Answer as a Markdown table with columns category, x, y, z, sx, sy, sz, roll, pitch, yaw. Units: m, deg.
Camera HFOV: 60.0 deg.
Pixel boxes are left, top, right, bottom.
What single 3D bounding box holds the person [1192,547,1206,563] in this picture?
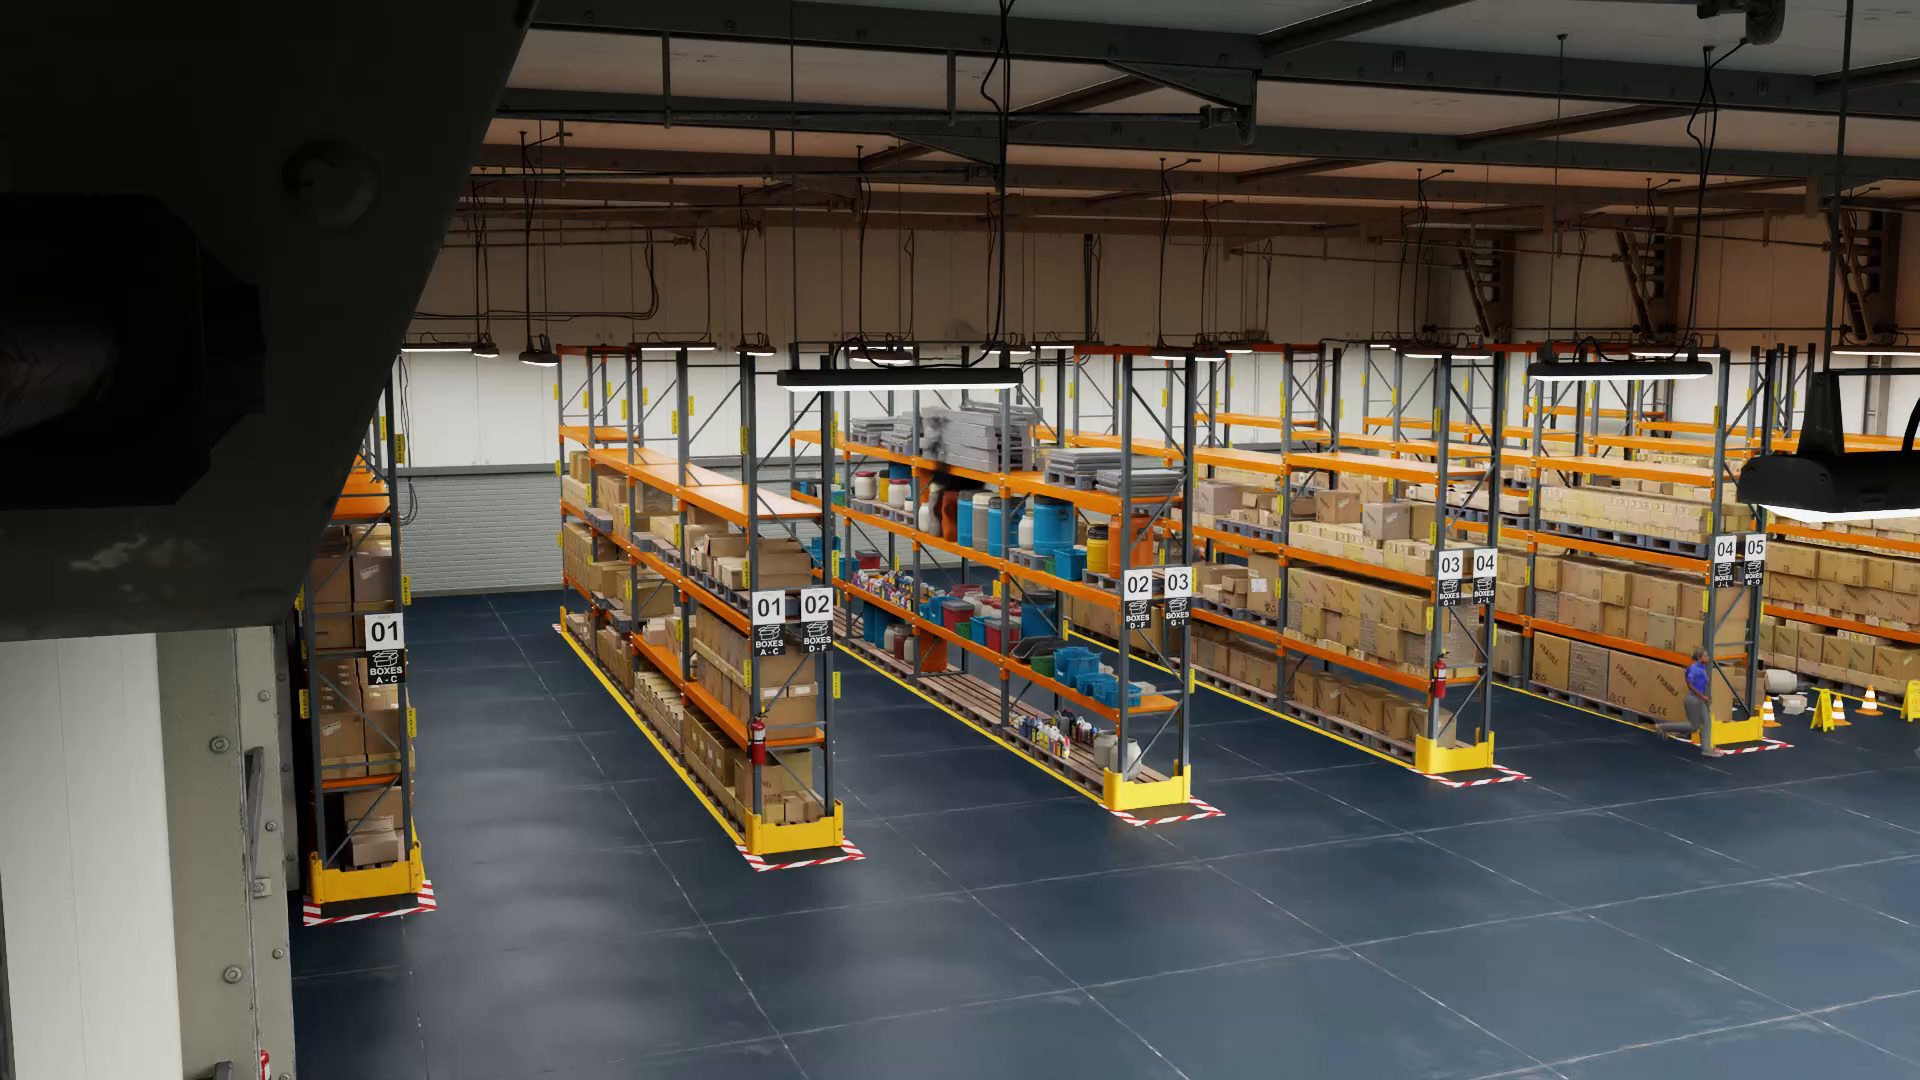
| category | x | y | z | sx | sy | sz | roll | pitch | yaw |
| --- | --- | --- | --- | --- | --- | --- | --- | --- | --- |
| person | 5.032 | 1.066 | 34.596 | 0.672 | 1.849 | 0.835 | -4 | 8 | -29 |

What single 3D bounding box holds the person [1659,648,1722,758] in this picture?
| category | x | y | z | sx | sy | sz | roll | pitch | yaw |
| --- | --- | --- | --- | --- | --- | --- | --- | --- | --- |
| person | 10.905 | 2.408 | 24.736 | 0.884 | 1.632 | 0.581 | 4 | 8 | 26 |

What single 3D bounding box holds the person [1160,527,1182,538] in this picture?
| category | x | y | z | sx | sy | sz | roll | pitch | yaw |
| --- | --- | --- | --- | --- | --- | --- | --- | --- | --- |
| person | 5.216 | 0.226 | 41.371 | 0.731 | 1.745 | 0.846 | 6 | 10 | 41 |
